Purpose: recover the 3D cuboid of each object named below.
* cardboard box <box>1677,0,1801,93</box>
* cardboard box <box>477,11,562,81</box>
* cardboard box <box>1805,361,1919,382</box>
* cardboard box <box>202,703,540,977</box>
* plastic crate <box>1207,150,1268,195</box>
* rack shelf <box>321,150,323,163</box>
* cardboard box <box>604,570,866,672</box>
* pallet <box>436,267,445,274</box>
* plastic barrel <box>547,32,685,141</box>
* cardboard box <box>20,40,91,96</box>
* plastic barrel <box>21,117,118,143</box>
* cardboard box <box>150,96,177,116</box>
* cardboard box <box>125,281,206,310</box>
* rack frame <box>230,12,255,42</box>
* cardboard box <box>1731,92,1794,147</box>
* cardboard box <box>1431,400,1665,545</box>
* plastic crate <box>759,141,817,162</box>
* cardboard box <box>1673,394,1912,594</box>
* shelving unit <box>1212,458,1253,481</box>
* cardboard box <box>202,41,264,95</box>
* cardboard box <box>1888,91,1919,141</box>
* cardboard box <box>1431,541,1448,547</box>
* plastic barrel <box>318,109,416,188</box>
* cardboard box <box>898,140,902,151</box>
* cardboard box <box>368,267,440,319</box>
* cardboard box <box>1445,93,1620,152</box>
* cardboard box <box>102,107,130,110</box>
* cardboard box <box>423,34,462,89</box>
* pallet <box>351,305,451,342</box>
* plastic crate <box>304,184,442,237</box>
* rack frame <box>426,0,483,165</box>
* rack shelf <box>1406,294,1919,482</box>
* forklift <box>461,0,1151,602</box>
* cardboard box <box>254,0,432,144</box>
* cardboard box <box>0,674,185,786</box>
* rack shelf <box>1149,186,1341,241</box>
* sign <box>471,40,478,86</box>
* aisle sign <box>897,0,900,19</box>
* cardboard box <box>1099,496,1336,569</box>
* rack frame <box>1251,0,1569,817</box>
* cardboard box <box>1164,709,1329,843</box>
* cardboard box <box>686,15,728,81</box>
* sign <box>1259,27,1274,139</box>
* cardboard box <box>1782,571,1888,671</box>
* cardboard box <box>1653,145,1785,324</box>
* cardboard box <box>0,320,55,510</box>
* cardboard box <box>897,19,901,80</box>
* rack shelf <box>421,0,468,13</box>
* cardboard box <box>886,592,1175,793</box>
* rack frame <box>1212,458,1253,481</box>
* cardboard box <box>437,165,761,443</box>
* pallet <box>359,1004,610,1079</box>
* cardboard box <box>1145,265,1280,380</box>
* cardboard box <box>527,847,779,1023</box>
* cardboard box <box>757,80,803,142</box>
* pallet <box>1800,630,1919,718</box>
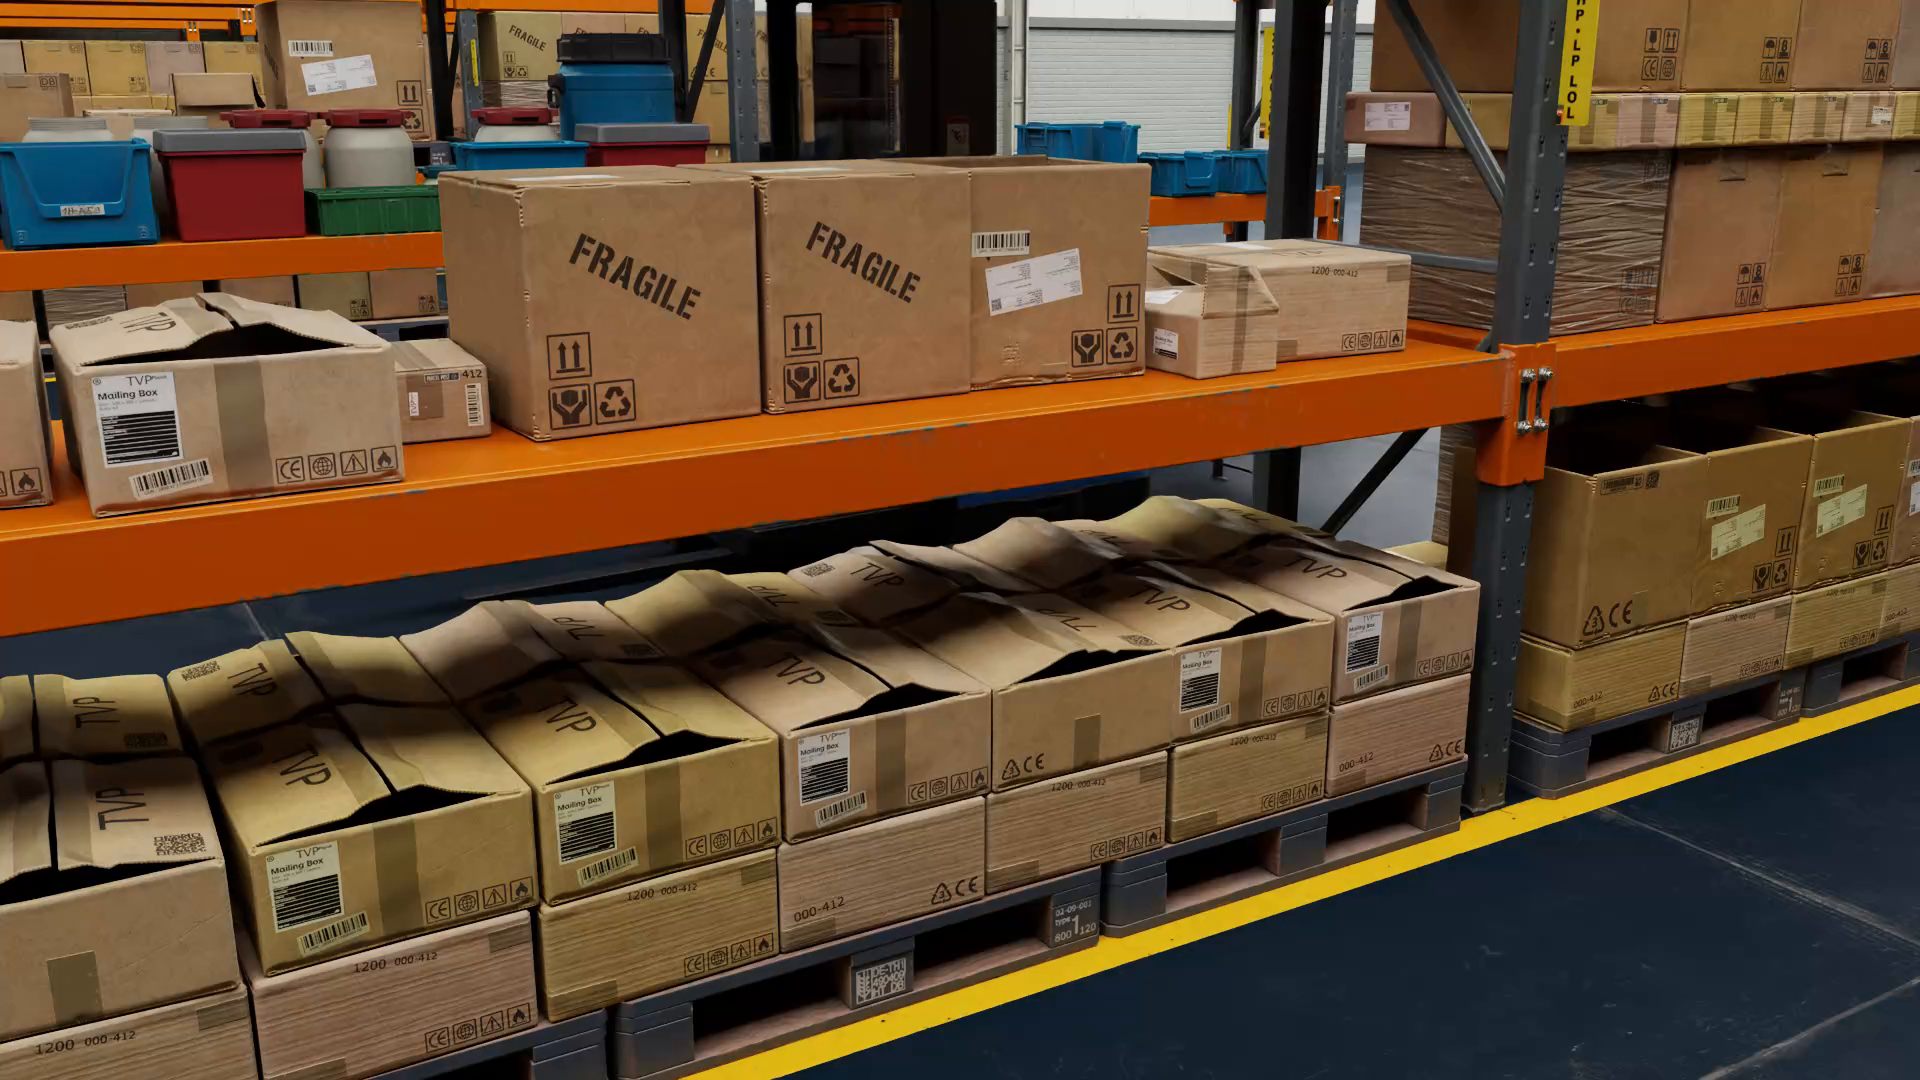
[{"bbox_3d":[2.042,-1.601,4.974,0.500,0.500,0.700,-9,18,-30],"label":"cardboard box"},{"bbox_3d":[-3.349,-3.763,12.689,0.500,0.500,0.500,-9,18,-30],"label":"cardboard box"},{"bbox_3d":[3.238,-0.424,6.293,0.500,0.500,0.500,-9,18,-30],"label":"cardboard box"},{"bbox_3d":[-1.150,0.534,3.226,0.500,0.311,0.500,-10,18,-31],"label":"cardboard box"},{"bbox_3d":[1.839,-2.286,10.285,0.616,0.251,0.499,-9,18,-30],"label":"plastic crate"},{"bbox_3d":[-8.048,-3.624,16.114,4.000,0.370,1.077,-9,18,-30],"label":"rack shelf"},{"bbox_3d":[-0.567,0.271,4.162,0.500,0.311,0.500,-9,18,-28],"label":"cardboard box"},{"bbox_3d":[-5.641,-2.993,17.697,1.213,0.211,1.003,-9,18,-30],"label":"pallet"},{"bbox_3d":[-1.802,-2.199,8.767,0.708,0.901,0.600,-9,18,-30],"label":"plastic barrel"},{"bbox_3d":[-8.501,-4.425,15.599,0.500,0.500,0.700,-10,18,-31],"label":"cardboard box"},{"bbox_3d":[-3.972,-1.631,7.464,0.421,0.512,0.421,0,16,0],"label":"plastic barrel"},{"bbox_3d":[-7.509,-4.022,16.014,0.500,0.500,0.500,-9,18,-29],"label":"cardboard box"},{"bbox_3d":[-5.779,-1.797,12.080,0.500,0.500,0.700,-8,17,-25],"label":"cardboard box"},{"bbox_3d":[-8.969,-5.380,21.044,0.127,3.000,1.000,-9,18,-30],"label":"rack frame"},{"bbox_3d":[2.222,-1.255,4.944,0.250,0.149,0.380,-9,18,-30],"label":"cardboard box"},{"bbox_3d":[1.952,-0.215,5.548,0.500,0.500,0.500,-9,18,-30],"label":"cardboard box"},{"bbox_3d":[-0.801,-1.954,8.939,0.504,0.338,0.767,-9,18,-30],"label":"plastic crate"},{"bbox_3d":[2.649,-0.165,5.367,0.500,0.500,0.500,-9,18,-30],"label":"cardboard box"},{"bbox_3d":[1.033,-0.737,7.955,1.048,1.125,0.538,-10,19,-33],"label":"shelving unit"},{"bbox_3d":[-7.196,-4.636,16.352,0.500,0.500,0.700,-10,18,-31],"label":"cardboard box"},{"bbox_3d":[2.889,-1.363,5.330,0.250,0.149,0.380,-9,18,-30],"label":"cardboard box"},{"bbox_3d":[1.951,0.145,5.651,0.500,0.250,0.500,-9,18,-30],"label":"cardboard box"},{"bbox_3d":[-2.877,-1.822,8.101,0.433,0.535,0.433,0,16,0],"label":"plastic barrel"},{"bbox_3d":[-0.575,-3.435,14.570,0.250,0.149,0.380,-9,18,-30],"label":"cardboard box"},{"bbox_3d":[-4.403,-2.015,12.856,0.500,0.500,0.700,-11,19,-34],"label":"cardboard box"},{"bbox_3d":[1.563,-1.147,4.558,0.250,0.149,0.380,-9,18,-30],"label":"cardboard box"},{"bbox_3d":[-6.004,-2.963,11.892,0.258,0.266,0.396,-10,18,-31],"label":"cardboard box"},{"bbox_3d":[-5.588,-4.987,17.366,0.550,0.550,0.875,-9,18,-30],"label":"cardboard box"},{"bbox_3d":[-4.532,-1.636,12.853,1.213,0.211,1.003,-9,18,-30],"label":"pallet"},{"bbox_3d":[-2.662,-1.531,7.708,0.662,0.188,0.450,-9,18,-30],"label":"plastic crate"},{"bbox_3d":[-3.866,-3.087,12.864,0.127,3.000,1.000,-9,18,-30],"label":"rack frame"},{"bbox_3d":[2.947,-0.726,5.775,4.000,0.370,1.077,-9,18,-30],"label":"rack shelf"},{"bbox_3d":[-0.667,-1.290,6.580,3.031,2.935,1.130,-10,19,-33],"label":"forklift"},{"bbox_3d":[-4.619,-3.500,12.448,1.000,1.000,1.000,-9,18,-29],"label":"cardboard box"},{"bbox_3d":[-1.874,0.484,3.404,0.500,0.311,0.500,-9,18,-28],"label":"cardboard box"},{"bbox_3d":[0.399,-1.873,9.865,4.000,0.370,1.077,-9,18,-30],"label":"rack shelf"},{"bbox_3d":[-3.577,-3.516,12.252,0.005,0.325,0.100,-9,18,-30],"label":"sign"},{"bbox_3d":[-0.538,-4.973,14.775,0.004,0.787,0.394,-9,18,-30],"label":"aisle sign"},{"bbox_3d":[0.750,0.057,4.926,0.500,0.311,0.500,-9,18,-30],"label":"cardboard box"},{"bbox_3d":[1.233,-0.794,4.686,0.127,3.000,1.000,-9,18,-30],"label":"rack frame"},{"bbox_3d":[0.592,0.522,4.306,0.500,0.250,0.500,-10,18,-31],"label":"cardboard box"},{"bbox_3d":[-2.070,-3.975,13.443,0.500,0.500,0.500,-9,18,-30],"label":"cardboard box"},{"bbox_3d":[0.946,-1.377,5.016,0.005,0.325,0.100,-9,18,-30],"label":"sign"},{"bbox_3d":[2.649,0.196,5.468,0.500,0.250,0.500,-9,18,-30],"label":"cardboard box"},{"bbox_3d":[2.059,-0.980,5.165,0.500,0.500,0.700,-9,18,-30],"label":"cardboard box"},{"bbox_3d":[-1.862,-0.236,2.859,0.500,0.311,0.500,-8,18,-26],"label":"cardboard box"},{"bbox_3d":[-0.781,-4.182,14.183,0.500,0.500,0.500,-9,18,-30],"label":"cardboard box"},{"bbox_3d":[-5.580,-3.907,11.565,4.000,0.370,1.077,-9,18,-30],"label":"rack shelf"},{"bbox_3d":[0.162,0.323,3.979,0.500,0.311,0.500,-9,18,-30],"label":"cardboard box"},{"bbox_3d":[1.454,-0.814,8.229,0.032,1.125,0.500,-10,19,-33],"label":"rack frame"},{"bbox_3d":[-0.766,-0.523,3.535,0.500,0.500,0.500,-10,19,-33],"label":"cardboard box"},{"bbox_3d":[-1.470,0.999,3.455,1.213,0.211,1.003,-9,18,-30],"label":"pallet"},{"bbox_3d":[0.574,-0.565,4.117,0.258,0.266,0.396,-10,18,-31],"label":"cardboard box"},{"bbox_3d":[-0.723,0.735,3.547,0.500,0.250,0.500,-10,18,-31],"label":"cardboard box"},{"bbox_3d":[-1.740,-3.607,13.985,0.500,0.500,0.875,-9,18,-30],"label":"cardboard box"},{"bbox_3d":[2.983,0.277,6.031,1.213,0.211,1.003,-9,18,-30],"label":"pallet"}]
